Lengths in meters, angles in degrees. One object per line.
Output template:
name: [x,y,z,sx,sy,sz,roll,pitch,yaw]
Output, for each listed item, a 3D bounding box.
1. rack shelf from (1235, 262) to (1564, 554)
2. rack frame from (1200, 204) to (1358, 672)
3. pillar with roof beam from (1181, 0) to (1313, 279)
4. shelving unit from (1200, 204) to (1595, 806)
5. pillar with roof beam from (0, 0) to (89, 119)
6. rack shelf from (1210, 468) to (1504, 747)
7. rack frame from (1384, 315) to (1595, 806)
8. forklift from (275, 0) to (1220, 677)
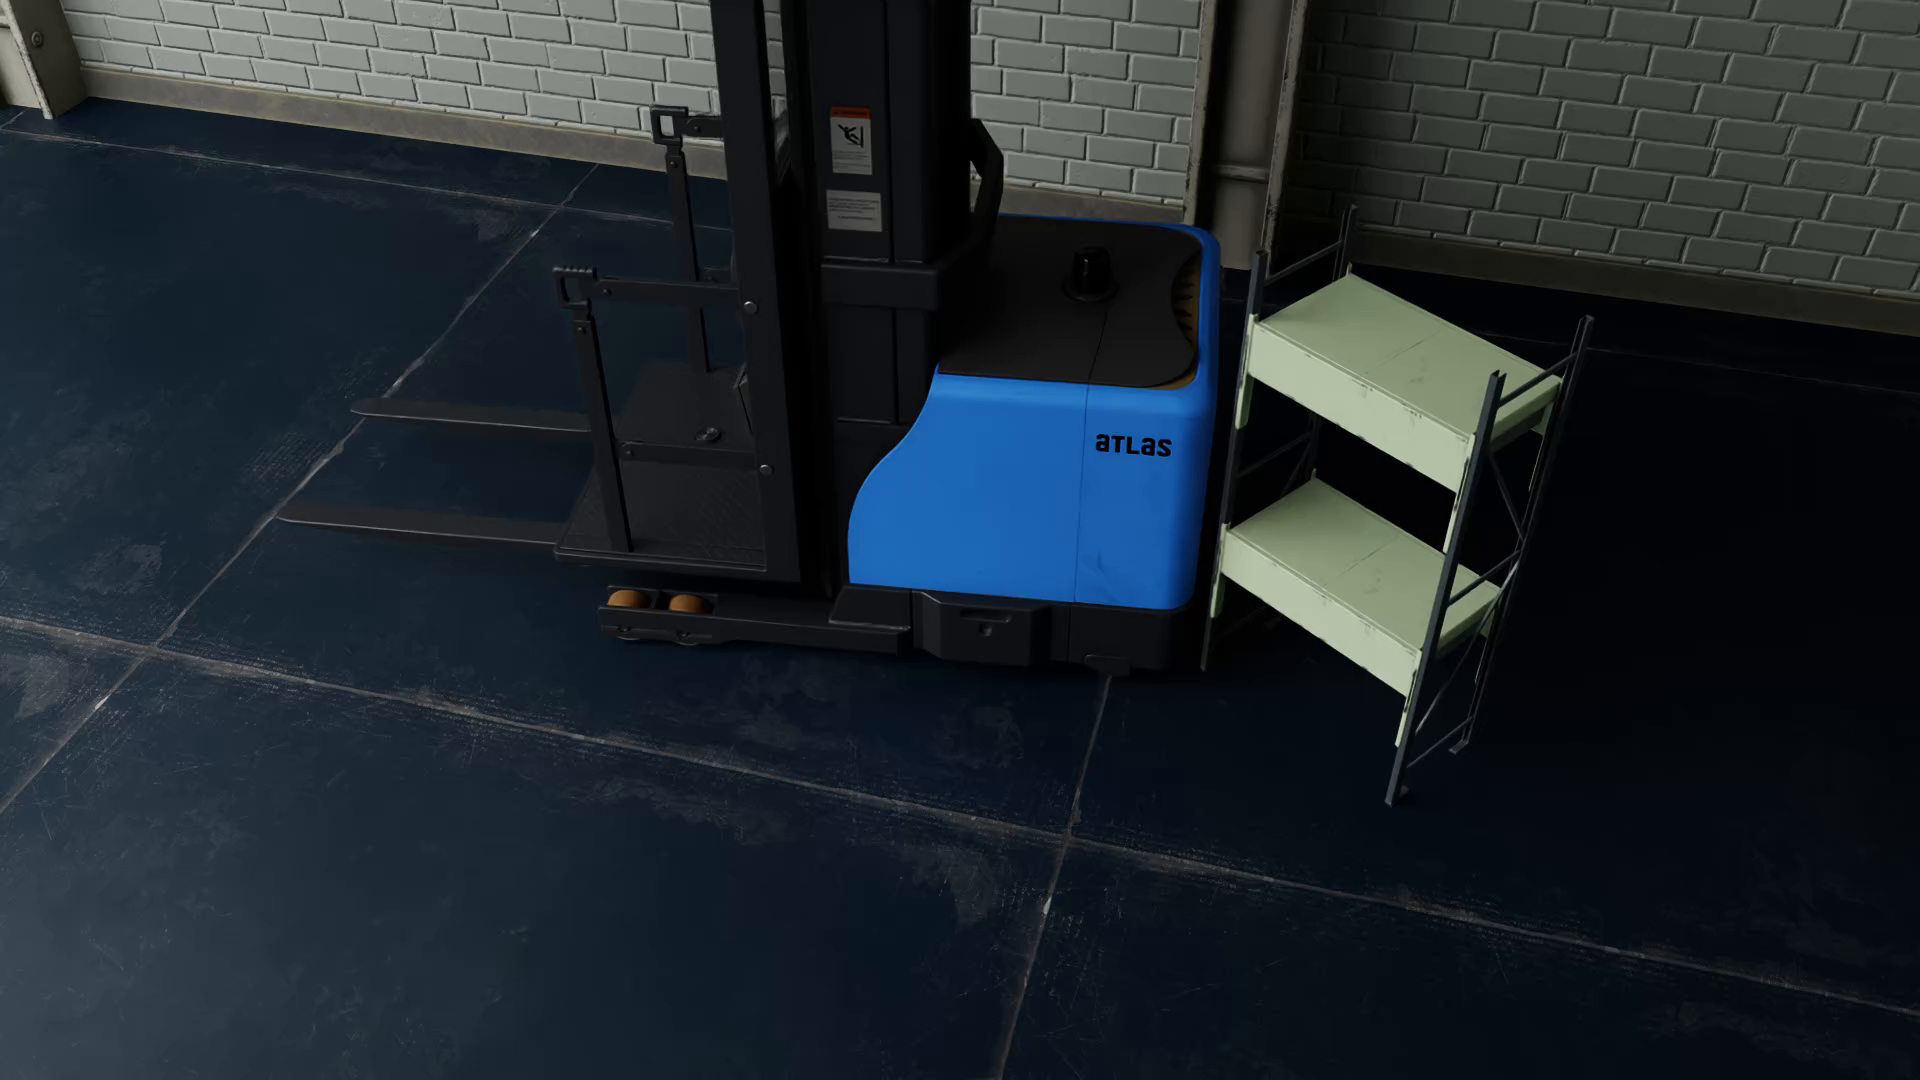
rack shelf: [1.156,-0.367,4.414,0.431,0.370,0.720,-29,48,-30]
rack frame: [0.918,-0.247,4.878,0.400,1.500,0.023,-29,48,-30]
pillar with roof beam: [0.046,-1.983,1.114,0.400,9.000,9.100,10,41,11]
shelving unit: [1.156,-0.068,4.665,0.431,1.500,0.755,-29,48,-30]
pillar with roof beam: [-5.750,-2.981,2.302,0.400,9.000,9.100,10,41,11]
rack shelf: [1.156,0.181,4.875,0.431,0.370,0.720,-29,48,-30]
rack frame: [1.395,0.110,4.453,0.400,1.500,0.023,-29,48,-30]
forklift: [-0.722,-1.115,4.798,3.031,2.935,1.130,5,40,6]
